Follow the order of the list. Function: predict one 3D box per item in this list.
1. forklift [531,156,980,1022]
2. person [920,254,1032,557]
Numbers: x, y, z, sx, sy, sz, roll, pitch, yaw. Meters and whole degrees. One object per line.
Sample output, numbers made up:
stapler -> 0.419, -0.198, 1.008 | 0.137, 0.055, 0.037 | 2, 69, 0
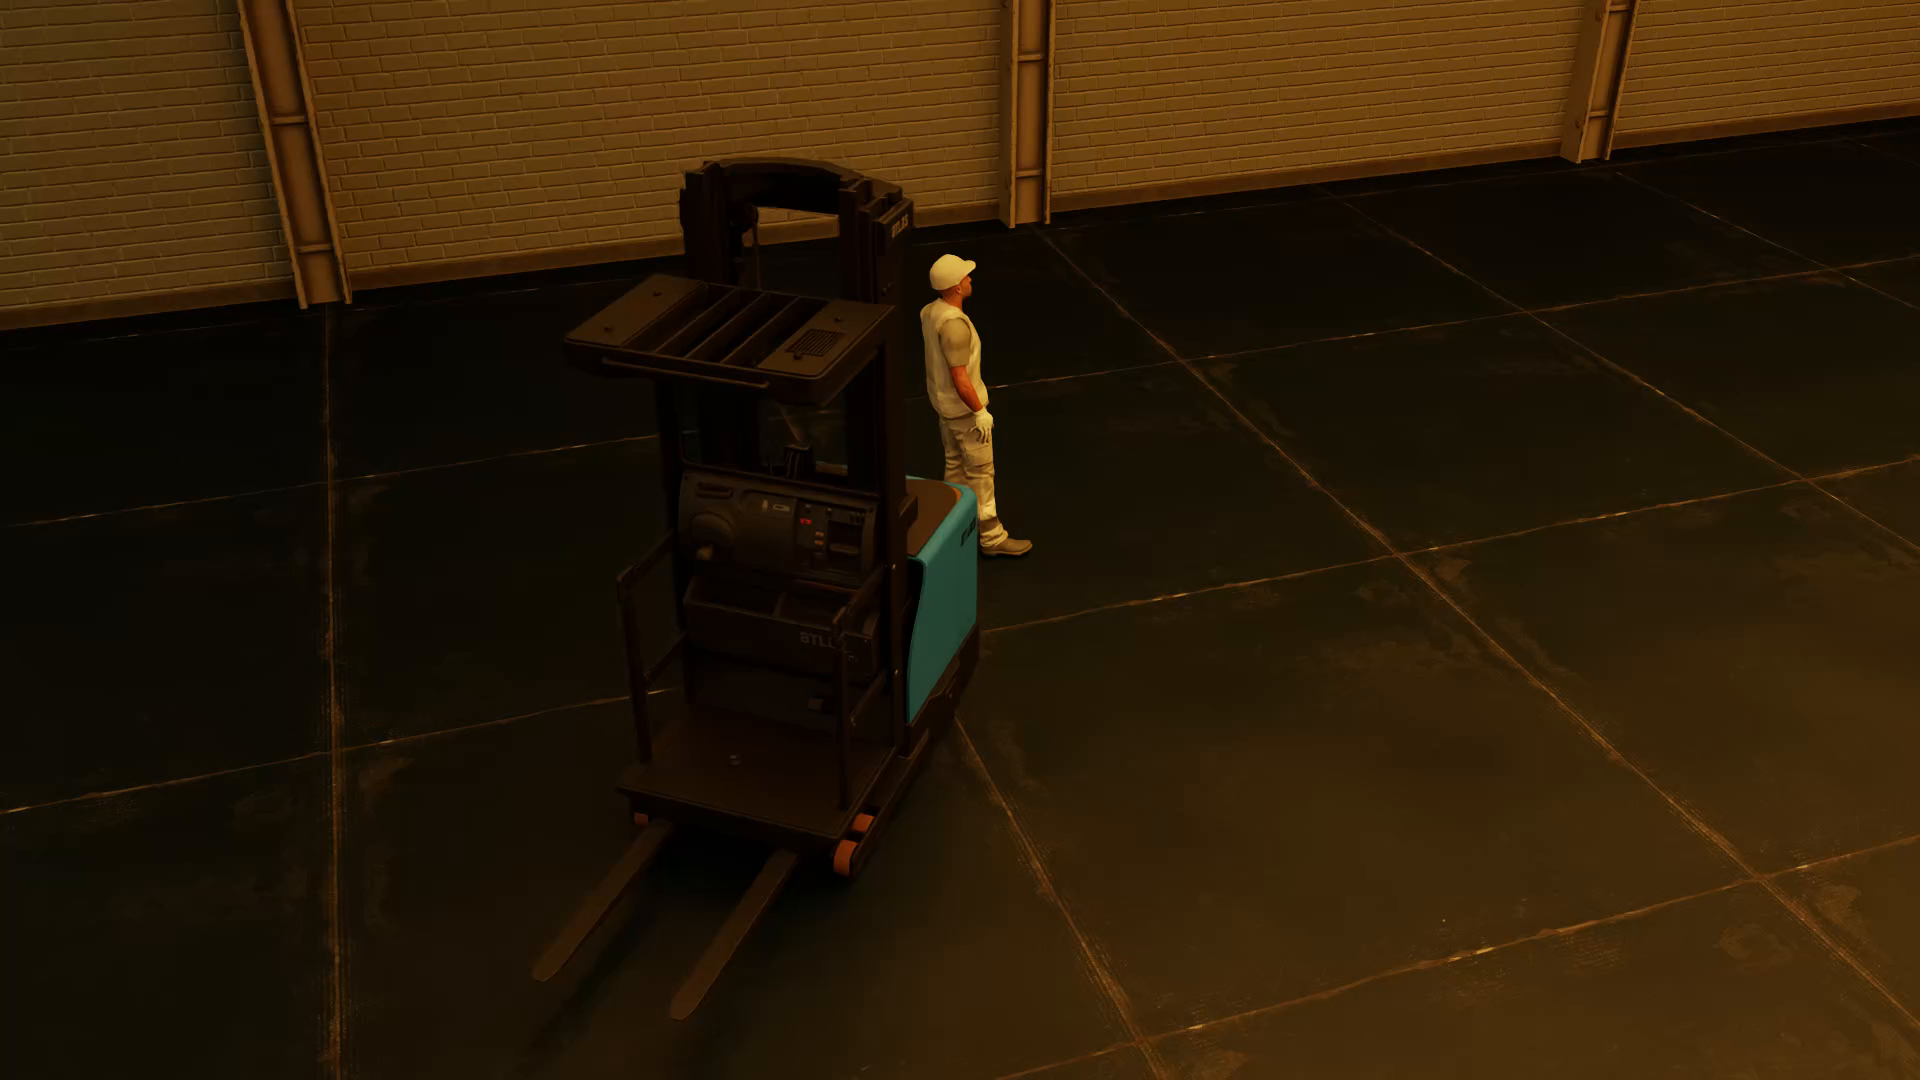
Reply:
forklift -> -0.872, 0.001, 7.086 | 1.130, 2.935, 3.031 | 10, 31, 17
person -> 0.080, -0.789, 9.588 | 0.563, 1.788, 0.638 | -10, 31, -16
